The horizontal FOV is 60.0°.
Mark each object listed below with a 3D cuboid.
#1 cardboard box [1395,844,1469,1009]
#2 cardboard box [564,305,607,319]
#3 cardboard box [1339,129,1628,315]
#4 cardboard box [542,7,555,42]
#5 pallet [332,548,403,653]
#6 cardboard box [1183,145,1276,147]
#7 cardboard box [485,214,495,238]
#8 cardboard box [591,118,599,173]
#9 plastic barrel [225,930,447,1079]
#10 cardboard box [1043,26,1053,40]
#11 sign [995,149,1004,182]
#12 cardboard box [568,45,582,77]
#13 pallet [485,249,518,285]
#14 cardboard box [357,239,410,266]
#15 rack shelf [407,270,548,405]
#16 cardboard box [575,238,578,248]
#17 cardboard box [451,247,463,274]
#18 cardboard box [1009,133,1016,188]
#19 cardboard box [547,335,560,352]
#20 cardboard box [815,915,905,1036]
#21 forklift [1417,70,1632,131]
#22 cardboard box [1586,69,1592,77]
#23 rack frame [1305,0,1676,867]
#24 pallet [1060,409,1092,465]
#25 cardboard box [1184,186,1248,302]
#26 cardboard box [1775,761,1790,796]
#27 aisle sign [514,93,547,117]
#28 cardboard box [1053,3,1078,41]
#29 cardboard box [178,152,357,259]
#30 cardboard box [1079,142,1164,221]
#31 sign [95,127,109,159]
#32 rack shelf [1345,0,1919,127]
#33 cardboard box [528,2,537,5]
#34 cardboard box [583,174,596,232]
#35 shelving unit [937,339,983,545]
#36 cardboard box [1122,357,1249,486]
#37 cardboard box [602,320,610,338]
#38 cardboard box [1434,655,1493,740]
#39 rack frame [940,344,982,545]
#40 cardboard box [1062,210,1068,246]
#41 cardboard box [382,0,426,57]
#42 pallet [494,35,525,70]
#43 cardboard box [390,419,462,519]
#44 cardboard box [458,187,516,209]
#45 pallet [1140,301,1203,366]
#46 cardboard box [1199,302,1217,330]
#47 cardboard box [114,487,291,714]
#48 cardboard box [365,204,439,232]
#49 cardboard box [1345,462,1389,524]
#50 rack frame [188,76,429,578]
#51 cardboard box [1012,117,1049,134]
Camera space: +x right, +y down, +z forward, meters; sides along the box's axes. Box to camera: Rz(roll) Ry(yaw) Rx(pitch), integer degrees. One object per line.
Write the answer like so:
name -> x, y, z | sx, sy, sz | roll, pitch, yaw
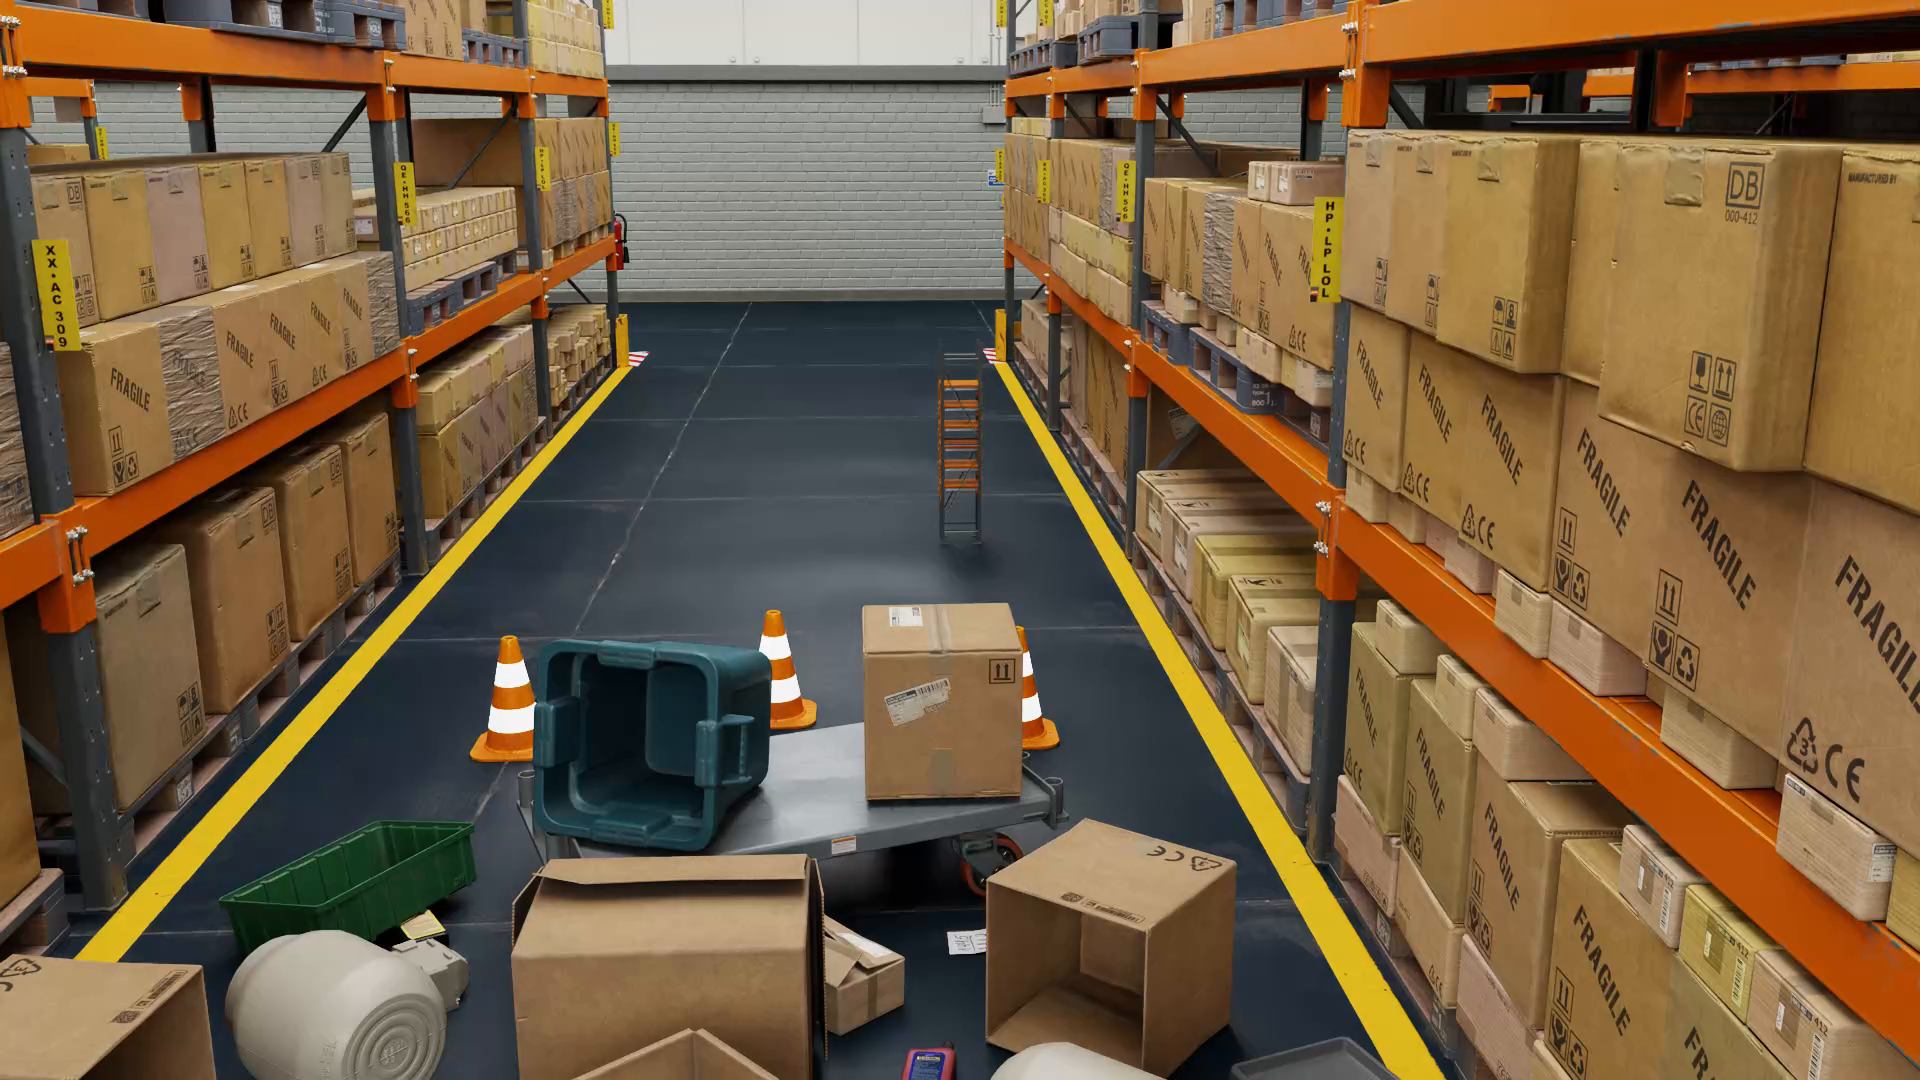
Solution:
cardboard box -> 1.520, 1.054, 4.586 | 0.500, 0.250, 0.500 | 0, 14, 0
cardboard box -> -3.684, -2.224, 16.334 | 0.380, 0.149, 0.250 | -1, 14, -3
cardboard box -> 1.519, -0.922, 4.785 | 0.700, 0.500, 0.500 | -1, 14, -4
cardboard box -> -3.538, -4.116, 13.280 | 0.500, 0.250, 0.500 | -1, 14, -4
pallet -> -3.500, 0.297, 8.450 | 1.003, 0.211, 1.213 | -1, 14, -3
cardboard box -> 1.634, -2.135, 10.097 | 0.500, 0.500, 0.500 | -1, 14, -3
cardboard box -> -3.449, -2.181, 11.546 | 0.380, 0.149, 0.250 | -1, 14, -5
cardboard box -> -3.661, -3.681, 15.511 | 0.500, 0.500, 0.500 | -1, 14, -5
plastic barrel -> -1.625, 1.250, 4.320 | 0.512, 0.421, 0.421 | 10, 18, 35
cardboard box -> 0.854, -4.141, 13.307 | 0.396, 0.266, 0.258 | 0, 14, -2
sign -> 0.411, -3.793, 16.852 | 0.100, 0.325, 0.005 | -1, 14, -3
cardboard box -> -3.568, -4.130, 14.338 | 0.500, 0.250, 0.500 | 0, 14, -1
pallet -> -3.819, -1.961, 12.012 | 1.003, 0.211, 1.213 | -1, 14, -3
cardboard box -> -3.303, -1.600, 9.290 | 0.380, 0.149, 0.250 | 0, 14, -1
rack shelf -> -3.598, -1.400, 10.892 | 1.077, 0.370, 4.000 | -1, 14, -3
cardboard box -> -3.675, -2.721, 15.085 | 0.380, 0.149, 0.250 | -1, 15, -6
cardboard box -> -3.384, -1.777, 10.574 | 0.380, 0.149, 0.250 | -1, 14, -3
cardboard box -> 0.749, -3.623, 15.880 | 0.500, 0.500, 0.500 | -1, 14, -5
cardboard box -> -3.598, -1.642, 14.072 | 0.380, 0.149, 0.250 | -1, 14, -5
cardboard box -> -0.383, 1.202, 4.822 | 0.258, 0.266, 0.396 | -13, 20, -42
forklift -> 3.320, -1.456, 9.805 | 1.130, 2.935, 3.031 | -1, 14, -5
cardboard box -> 5.725, -4.223, 14.906 | 0.380, 0.149, 0.250 | -1, 14, -2
rack frame -> 1.708, -0.358, 5.398 | 1.000, 3.000, 0.127 | -1, 14, -3
pallet -> 1.336, -0.806, 12.737 | 1.003, 0.211, 1.213 | -1, 14, -3
cardboard box -> 1.336, -1.372, 7.697 | 0.500, 0.500, 0.500 | -1, 14, -2
cardboard box -> 1.677, 0.414, 2.902 | 0.380, 0.149, 0.250 | -1, 14, -3
aisle sign -> -4.273, -4.513, 16.331 | 0.394, 0.787, 0.004 | -1, 14, -3
cardboard box -> 0.894, -3.809, 12.216 | 0.396, 0.266, 0.258 | -1, 14, -4
cardboard box -> -3.456, -1.672, 8.298 | 0.700, 0.500, 0.500 | -1, 14, -4
cardboard box -> 1.079, -2.387, 11.077 | 0.500, 0.500, 0.500 | -1, 14, -4
sign -> -8.384, -3.870, 16.248 | 0.100, 0.325, 0.005 | -1, 14, -3
rack shelf -> 1.832, -0.965, 3.180 | 1.077, 0.370, 4.000 | -1, 14, -3
cardboard box -> -3.482, -4.206, 12.830 | 0.380, 0.149, 0.250 | -2, 15, -6
cardboard box -> -3.617, -3.071, 15.146 | 0.500, 0.500, 0.500 | -1, 14, -3
shelving unit -> 0.001, -0.577, 9.863 | 0.258, 1.200, 0.189 | -1, 14, -3
cardboard box -> 1.501, -0.700, 10.149 | 0.875, 0.875, 0.875 | -1, 14, -4
cardboard box -> -3.652, -2.081, 16.375 | 0.380, 0.149, 0.250 | -1, 14, -5
cardboard box -> 1.457, 0.404, 4.306 | 0.380, 0.149, 0.250 | 0, 14, -1
rack frame -> 0.007, -0.555, 9.774 | 0.240, 1.200, 0.006 | -1, 14, -3
cardboard box -> 1.019, -2.274, 12.142 | 0.500, 0.250, 0.500 | -1, 14, -3
cardboard box -> -3.244, -2.898, 9.051 | 0.500, 0.500, 0.500 | -1, 14, -3
pallet -> -3.790, -3.453, 11.782 | 1.213, 0.211, 1.003 | -1, 14, -3
cardboard box -> -3.263, -0.424, 9.828 | 0.500, 0.500, 0.500 | -2, 15, -6
cardboard box -> -3.502, -2.519, 12.264 | 0.380, 0.149, 0.250 | 0, 14, -1
pallet -> 1.611, -1.084, 8.606 | 1.213, 0.211, 1.003 | -1, 14, -3
cardboard box -> 1.339, -1.084, 7.880 | 0.380, 0.149, 0.250 | 0, 14, 0
cardboard box -> -3.410, 0.237, 6.758 | 1.050, 0.750, 0.750 | -1, 14, -3
cardboard box -> -3.355, -1.933, 9.986 | 0.380, 0.149, 0.250 | -1, 15, -6
cardboard box -> 1.408, -0.153, 5.105 | 0.380, 0.149, 0.250 | -1, 14, -4
rack frame -> -3.474, -1.251, 8.869 | 1.000, 3.000, 0.127 | -1, 14, -3
cardboard box -> 0.699, -3.966, 15.912 | 0.380, 0.149, 0.250 | 0, 14, -2
